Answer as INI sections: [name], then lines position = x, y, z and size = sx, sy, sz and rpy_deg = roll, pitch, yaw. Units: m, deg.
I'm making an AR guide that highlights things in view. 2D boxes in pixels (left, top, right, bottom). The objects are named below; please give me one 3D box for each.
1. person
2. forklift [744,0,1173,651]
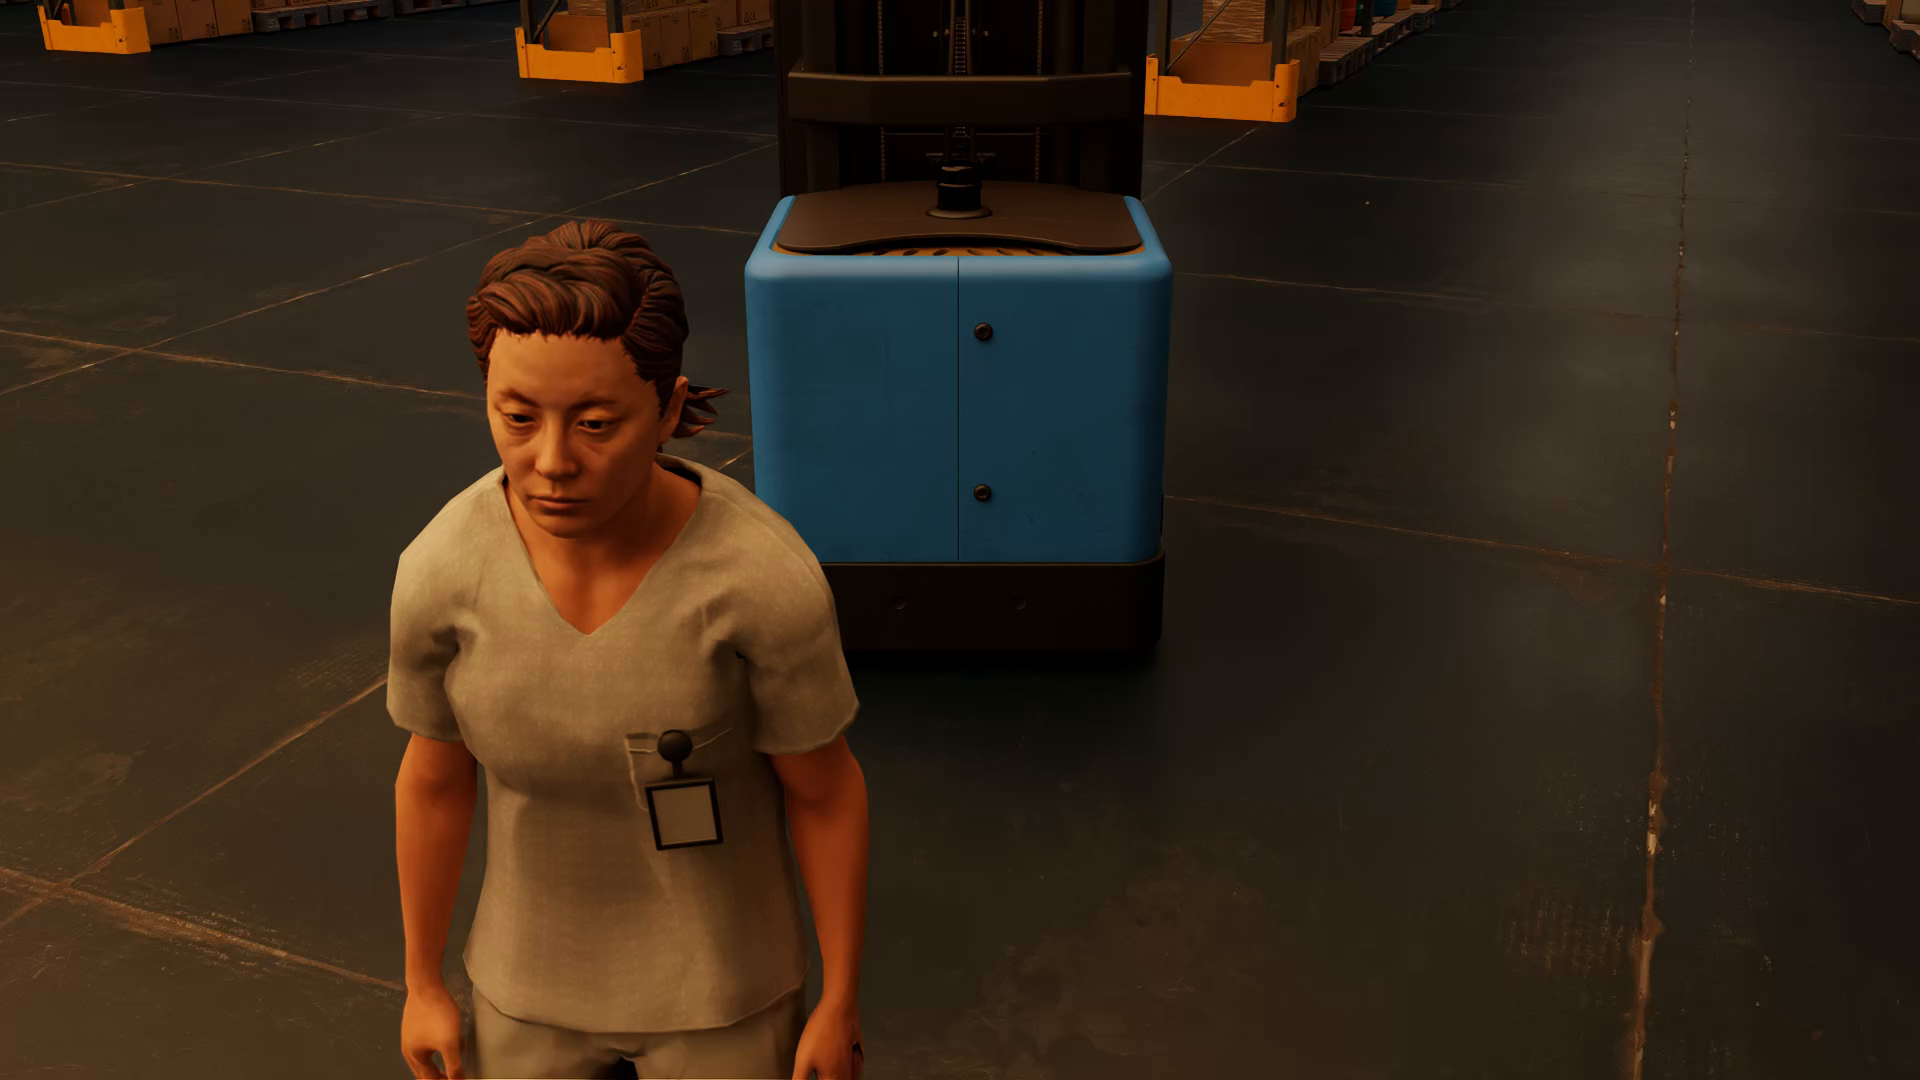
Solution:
[person]
position = -0.352, 0.488, 1.759
size = 0.515, 1.672, 0.360
rpy_deg = 2, 23, 4
[forklift]
position = 0.002, -1.587, 5.089
size = 1.130, 2.935, 3.031
rpy_deg = 0, 23, 0
